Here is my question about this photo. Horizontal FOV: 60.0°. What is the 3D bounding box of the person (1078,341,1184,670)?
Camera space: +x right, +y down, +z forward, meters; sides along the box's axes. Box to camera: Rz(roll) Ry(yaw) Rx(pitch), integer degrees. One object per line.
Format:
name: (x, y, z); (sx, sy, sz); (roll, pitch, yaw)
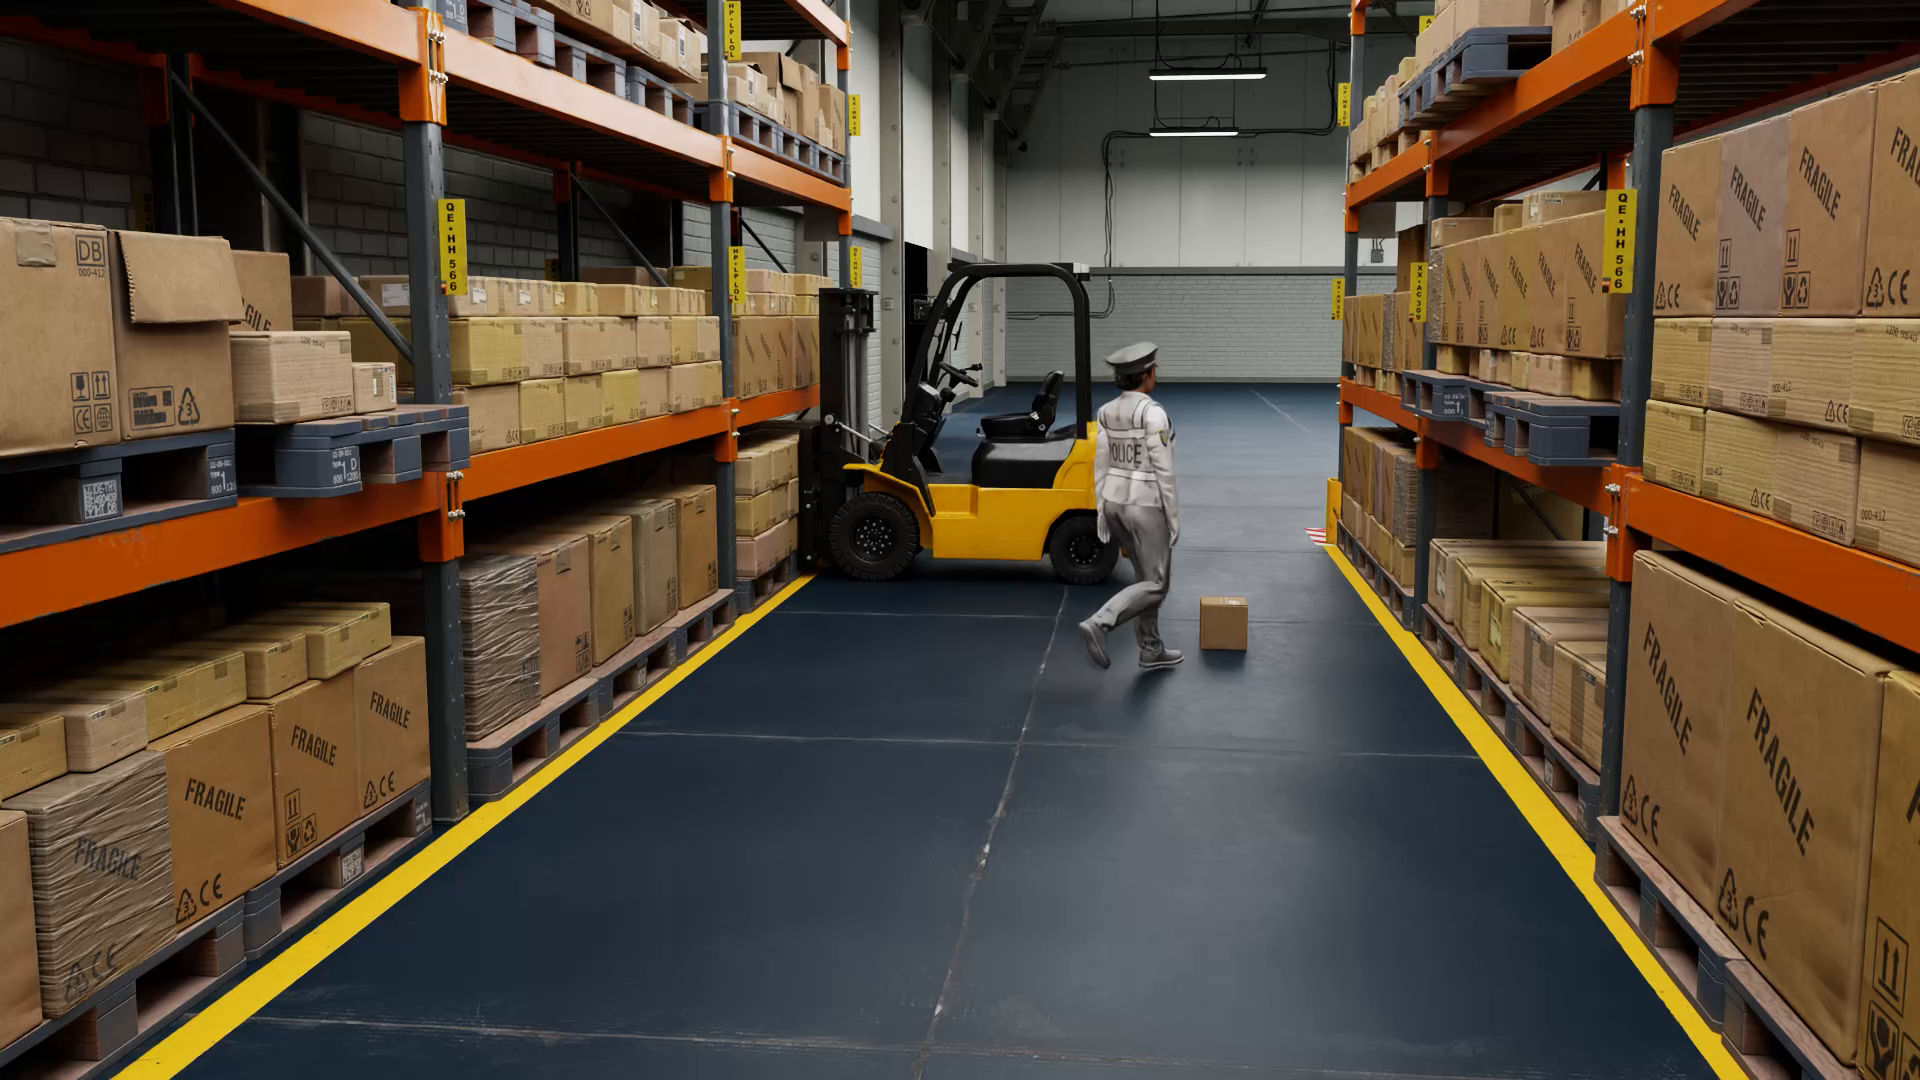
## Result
person: (0.856, -0.158, 8.295); (0.769, 1.656, 0.487); (-5, 9, -33)
